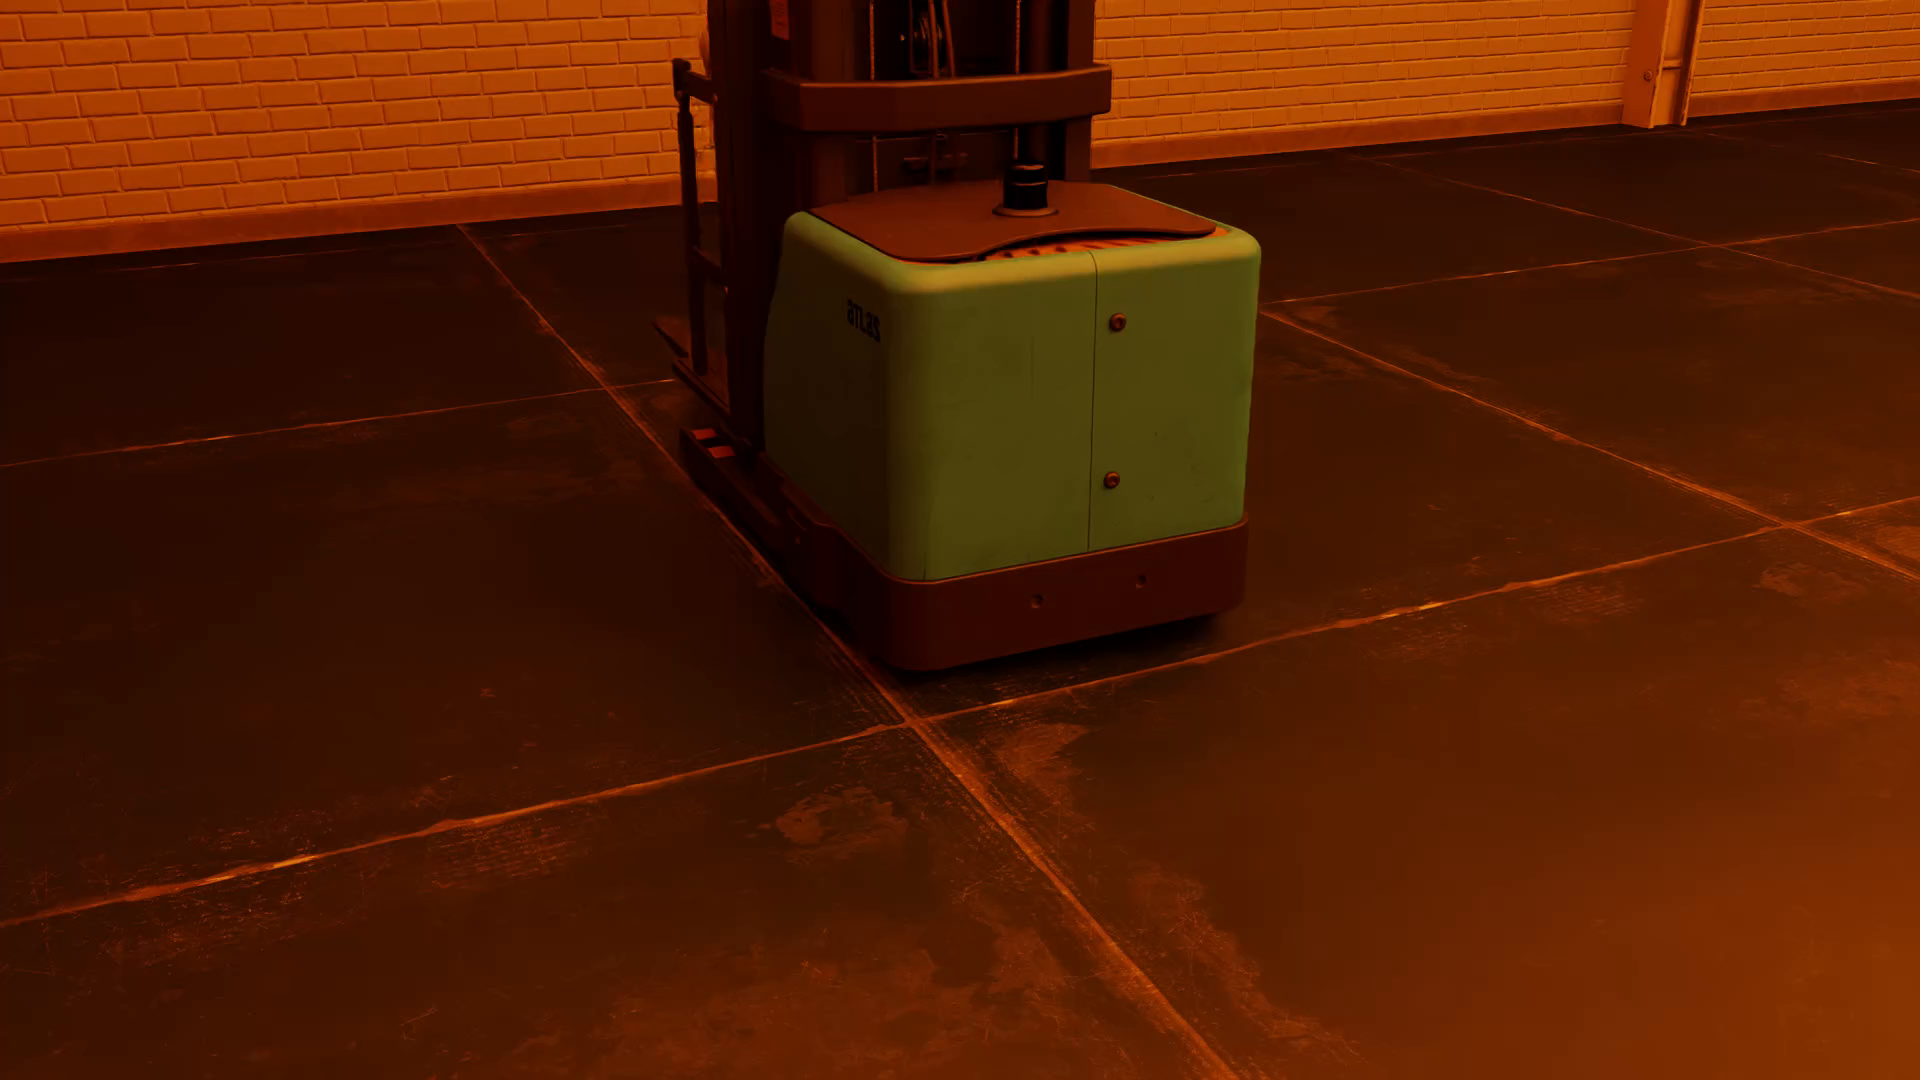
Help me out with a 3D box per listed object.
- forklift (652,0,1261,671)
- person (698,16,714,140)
[{"bbox_3d":[-0.297,-1.559,5.038,1.130,2.935,3.031,-10,25,-22],"label":"forklift"},{"bbox_3d":[-0.792,-1.945,7.691,0.773,1.541,0.960,10,24,22],"label":"person"}]
